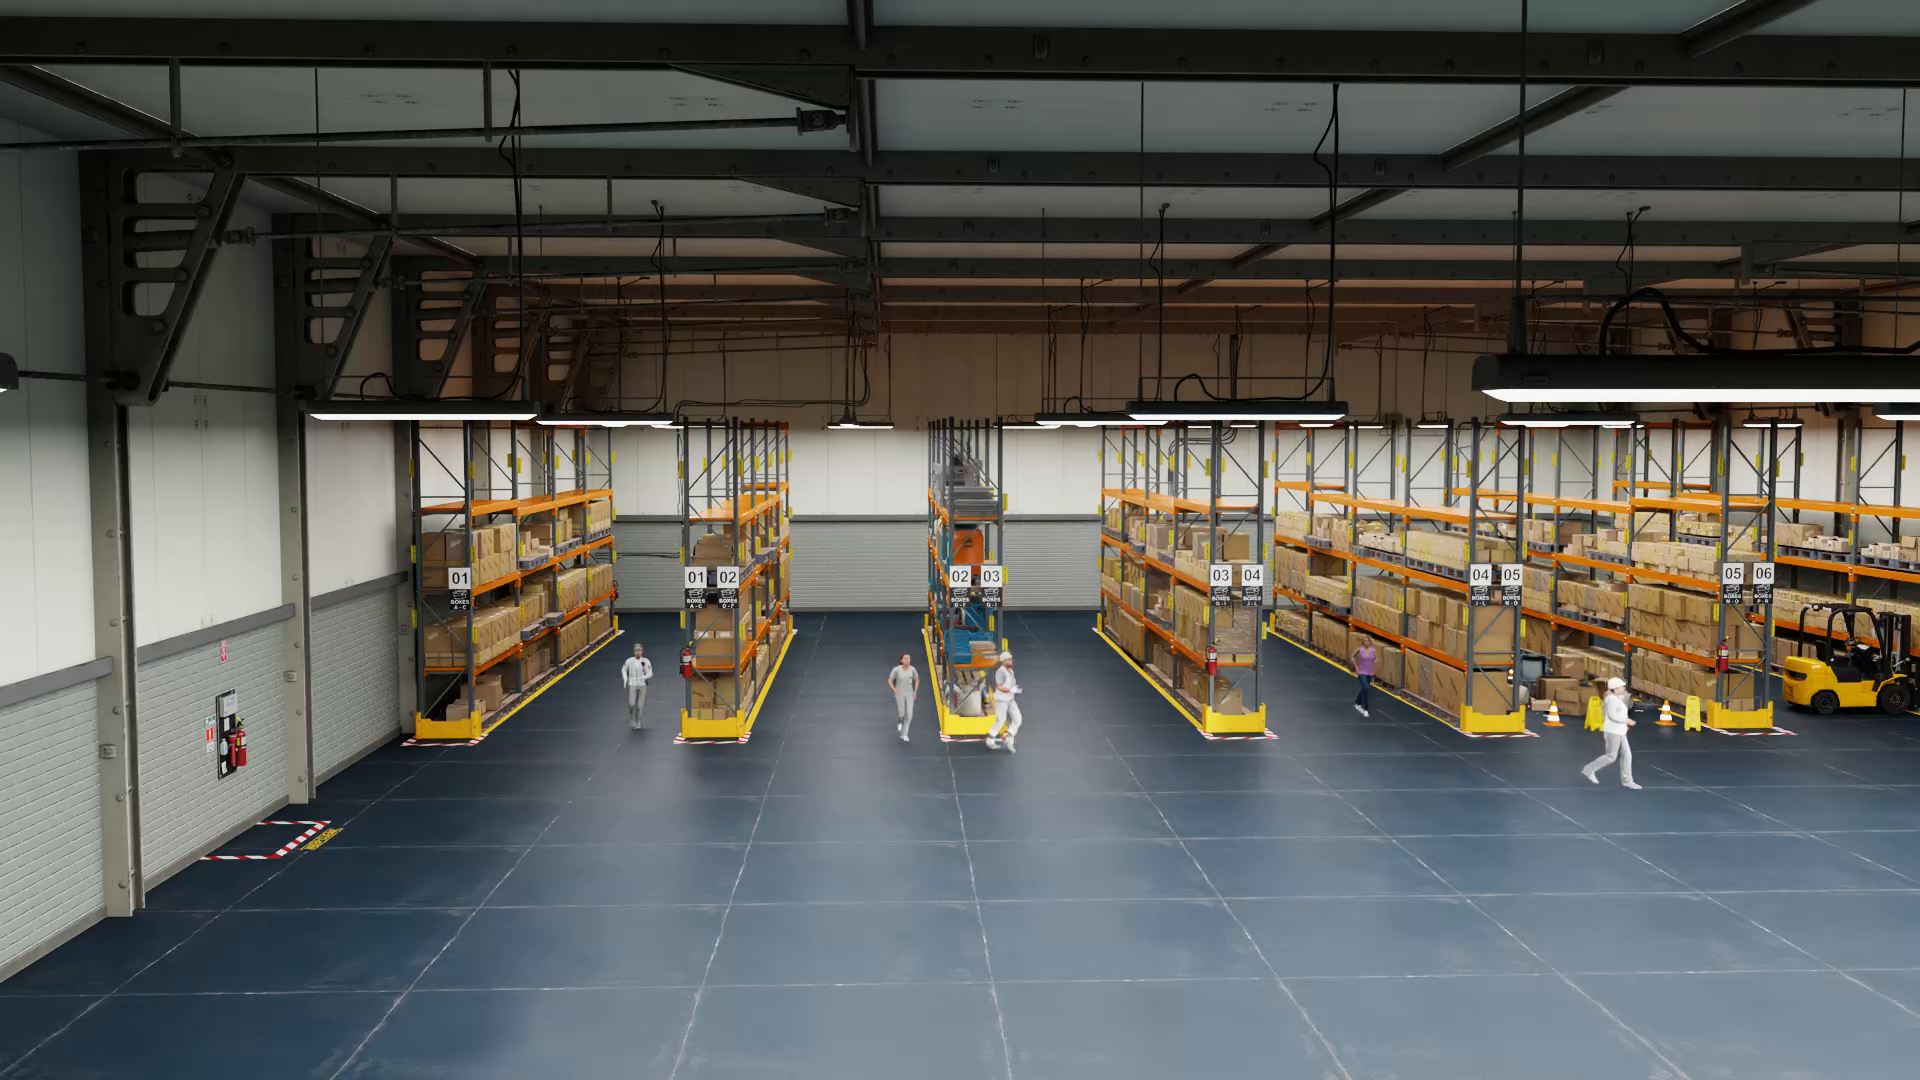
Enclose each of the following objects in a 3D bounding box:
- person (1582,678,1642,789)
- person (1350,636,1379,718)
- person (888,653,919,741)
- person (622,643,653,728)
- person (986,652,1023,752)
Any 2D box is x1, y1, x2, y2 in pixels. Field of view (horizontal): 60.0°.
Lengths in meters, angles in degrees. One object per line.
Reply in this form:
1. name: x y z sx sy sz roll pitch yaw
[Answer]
1. person: 10.482 3.094 26.692 0.898 1.781 0.656 2 4 29
2. person: 8.185 2.751 33.557 0.509 1.636 0.721 -1 4 -13
3. person: -1.042 2.899 30.975 0.588 1.632 0.562 -1 4 -14
4. person: -6.188 2.799 31.879 0.587 1.650 0.586 -1 4 -11
5. person: 0.828 2.914 29.710 0.749 1.849 0.685 2 4 30
